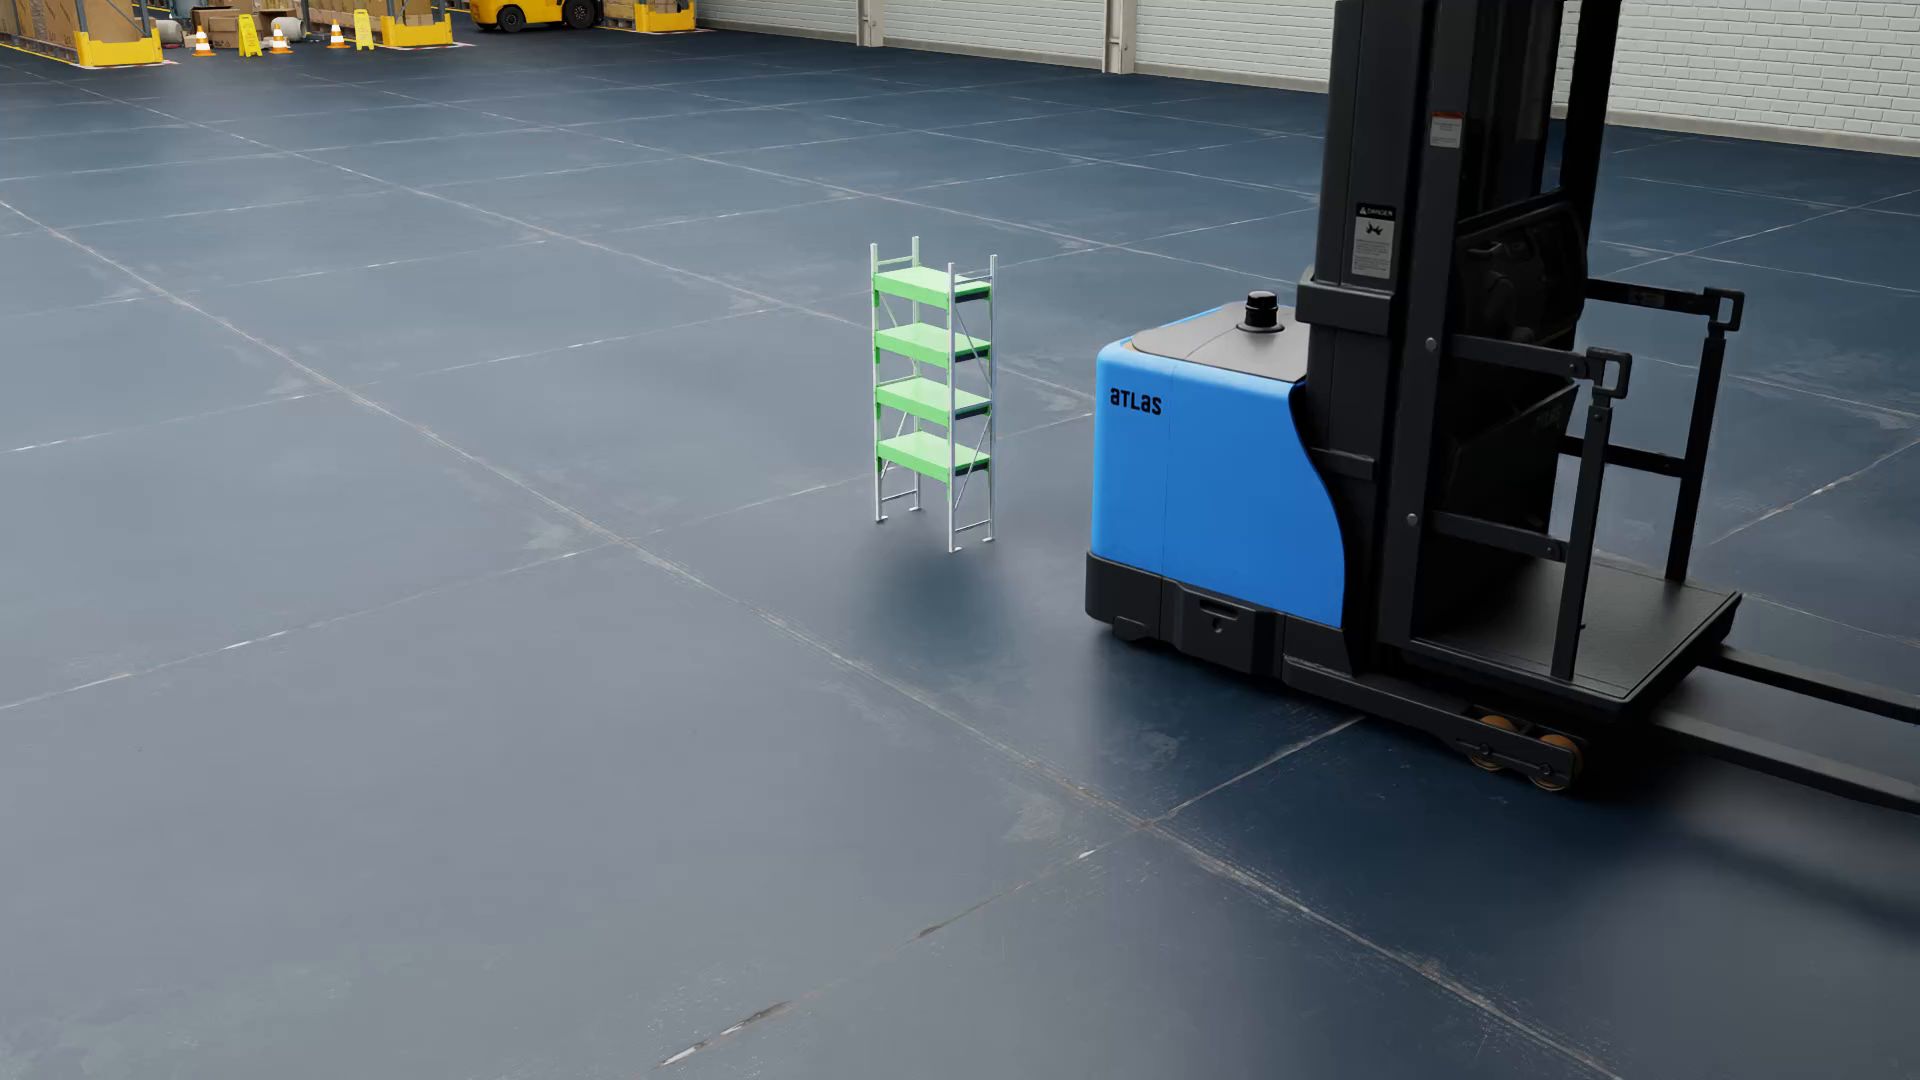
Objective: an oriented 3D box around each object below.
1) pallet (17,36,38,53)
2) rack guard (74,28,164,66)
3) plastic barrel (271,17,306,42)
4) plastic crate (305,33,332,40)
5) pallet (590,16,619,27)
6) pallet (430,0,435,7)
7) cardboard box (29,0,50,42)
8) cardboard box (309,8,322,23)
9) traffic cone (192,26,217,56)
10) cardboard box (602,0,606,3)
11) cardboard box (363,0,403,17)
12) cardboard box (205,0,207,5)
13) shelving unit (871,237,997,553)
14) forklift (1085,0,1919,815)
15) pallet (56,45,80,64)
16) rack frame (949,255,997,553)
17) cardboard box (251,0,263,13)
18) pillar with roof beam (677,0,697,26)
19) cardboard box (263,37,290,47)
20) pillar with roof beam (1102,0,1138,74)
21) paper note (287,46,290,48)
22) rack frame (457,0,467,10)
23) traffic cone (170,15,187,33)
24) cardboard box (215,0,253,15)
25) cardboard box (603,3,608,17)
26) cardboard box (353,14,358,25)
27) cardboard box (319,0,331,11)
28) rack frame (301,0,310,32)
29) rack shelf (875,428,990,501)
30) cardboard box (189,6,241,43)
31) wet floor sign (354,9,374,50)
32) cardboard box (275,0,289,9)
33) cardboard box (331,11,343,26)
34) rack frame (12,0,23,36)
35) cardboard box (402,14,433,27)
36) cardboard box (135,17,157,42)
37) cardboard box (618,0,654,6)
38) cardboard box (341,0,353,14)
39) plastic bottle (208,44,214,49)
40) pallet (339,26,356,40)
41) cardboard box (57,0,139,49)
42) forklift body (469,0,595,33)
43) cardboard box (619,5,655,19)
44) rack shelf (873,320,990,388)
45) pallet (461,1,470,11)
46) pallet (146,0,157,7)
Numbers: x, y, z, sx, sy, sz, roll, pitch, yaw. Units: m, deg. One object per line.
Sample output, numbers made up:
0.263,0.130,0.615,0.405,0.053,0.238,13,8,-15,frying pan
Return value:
-15.320,-8.454,28.280,1.003,0.211,1.213,-17,27,-37,pallet
-13.130,-7.706,25.973,1.175,0.500,0.348,-17,27,-37,rack guard
-11.957,-9.093,29.620,0.512,0.421,0.421,0,21,-1,plastic barrel
-11.669,-9.199,30.362,0.583,0.080,0.402,12,24,27,plastic crate
-7.027,-10.505,33.516,1.003,0.211,1.213,-17,27,-37,pallet
-12.177,-12.729,39.195,1.003,0.211,1.213,-17,27,-37,pallet
-14.808,-8.749,27.547,0.875,0.875,0.875,-17,27,-37,cardboard box
-11.892,-9.876,31.280,0.500,0.250,0.500,-19,28,-40,cardboard box
-12.417,-8.180,27.234,0.336,0.463,0.334,-17,27,-37,traffic cone
-6.930,-10.752,32.832,0.500,0.250,0.500,-18,28,-39,cardboard box
-10.182,-9.506,29.308,0.500,0.500,0.500,-17,27,-37,cardboard box
-16.234,-12.204,36.368,0.875,0.875,0.875,-16,27,-36,cardboard box
-0.108,-0.604,6.882,0.258,1.200,0.503,-17,27,-37,shelving unit
1.910,-0.821,5.062,3.031,2.935,1.130,17,27,37,forklift
-13.727,-7.780,26.559,1.003,0.211,1.213,-17,27,-37,pallet
0.051,-0.537,6.710,0.240,1.200,0.015,-17,27,-37,rack frame
-13.835,-10.904,33.739,0.950,0.372,0.625,-18,28,-38,cardboard box
-8.737,-13.441,28.961,9.100,9.000,0.400,-17,27,-37,pillar with roof beam
-11.847,-8.636,28.830,0.380,0.149,0.250,-4,22,-10,cardboard box
-0.904,-10.125,20.497,9.100,9.000,0.400,-17,27,-37,pillar with roof beam
-11.587,-8.488,28.612,0.142,0.019,0.148,12,24,27,paper note
-10.926,-13.476,37.276,1.000,3.000,0.127,-17,27,-37,rack frame
-14.890,-9.858,31.518,0.336,0.463,0.334,-17,27,-37,traffic cone
-13.402,-9.944,30.650,0.500,0.500,0.500,-17,27,-37,cardboard box
-6.887,-10.515,32.912,0.500,0.250,0.500,-17,27,-37,cardboard box
-10.525,-9.302,29.815,0.500,0.250,0.500,-17,27,-37,cardboard box
-11.534,-10.080,30.773,0.500,0.500,0.500,-16,27,-35,cardboard box
-12.073,-11.188,31.435,1.000,3.000,0.127,-17,27,-37,rack frame
-0.108,-0.321,6.993,0.258,0.148,0.480,-17,27,-37,rack shelf
-13.143,-9.122,29.399,0.797,0.637,0.503,-17,27,-37,cardboard box
-10.148,-8.679,28.259,0.267,0.644,0.232,-8,23,-19,wet floor sign
-12.889,-10.502,32.711,0.950,0.372,0.625,-15,26,-34,cardboard box
-11.187,-9.585,30.537,0.500,0.250,0.500,-18,28,-38,cardboard box
-15.757,-9.981,28.355,1.000,3.000,0.127,-17,27,-37,rack frame
-9.779,-9.287,29.776,0.500,0.250,0.500,-18,28,-38,cardboard box
-13.966,-8.634,28.339,0.500,0.500,0.500,-12,25,-28,cardboard box
-6.258,-10.473,32.120,0.500,0.250,0.500,-18,28,-38,cardboard box
-10.850,-9.791,30.035,0.500,0.500,0.500,-18,28,-39,cardboard box
-12.933,-8.458,28.495,0.283,0.061,0.133,12,24,27,plastic bottle
-10.807,-9.375,30.631,1.003,0.211,1.213,-17,27,-37,pallet
-13.638,-8.254,26.283,0.875,0.875,0.875,-17,27,-37,cardboard box
-8.324,-10.960,32.017,2.313,2.155,1.214,-17,27,-37,forklift body
-6.250,-10.235,32.197,0.500,0.250,0.500,-17,27,-37,cardboard box
-0.108,-0.768,6.818,0.258,0.148,0.480,-17,27,-37,rack shelf
-10.418,-11.940,37.180,1.003,0.211,1.213,-17,27,-37,pallet
-18.532,-12.666,39.032,1.003,0.211,1.213,-17,27,-37,pallet
